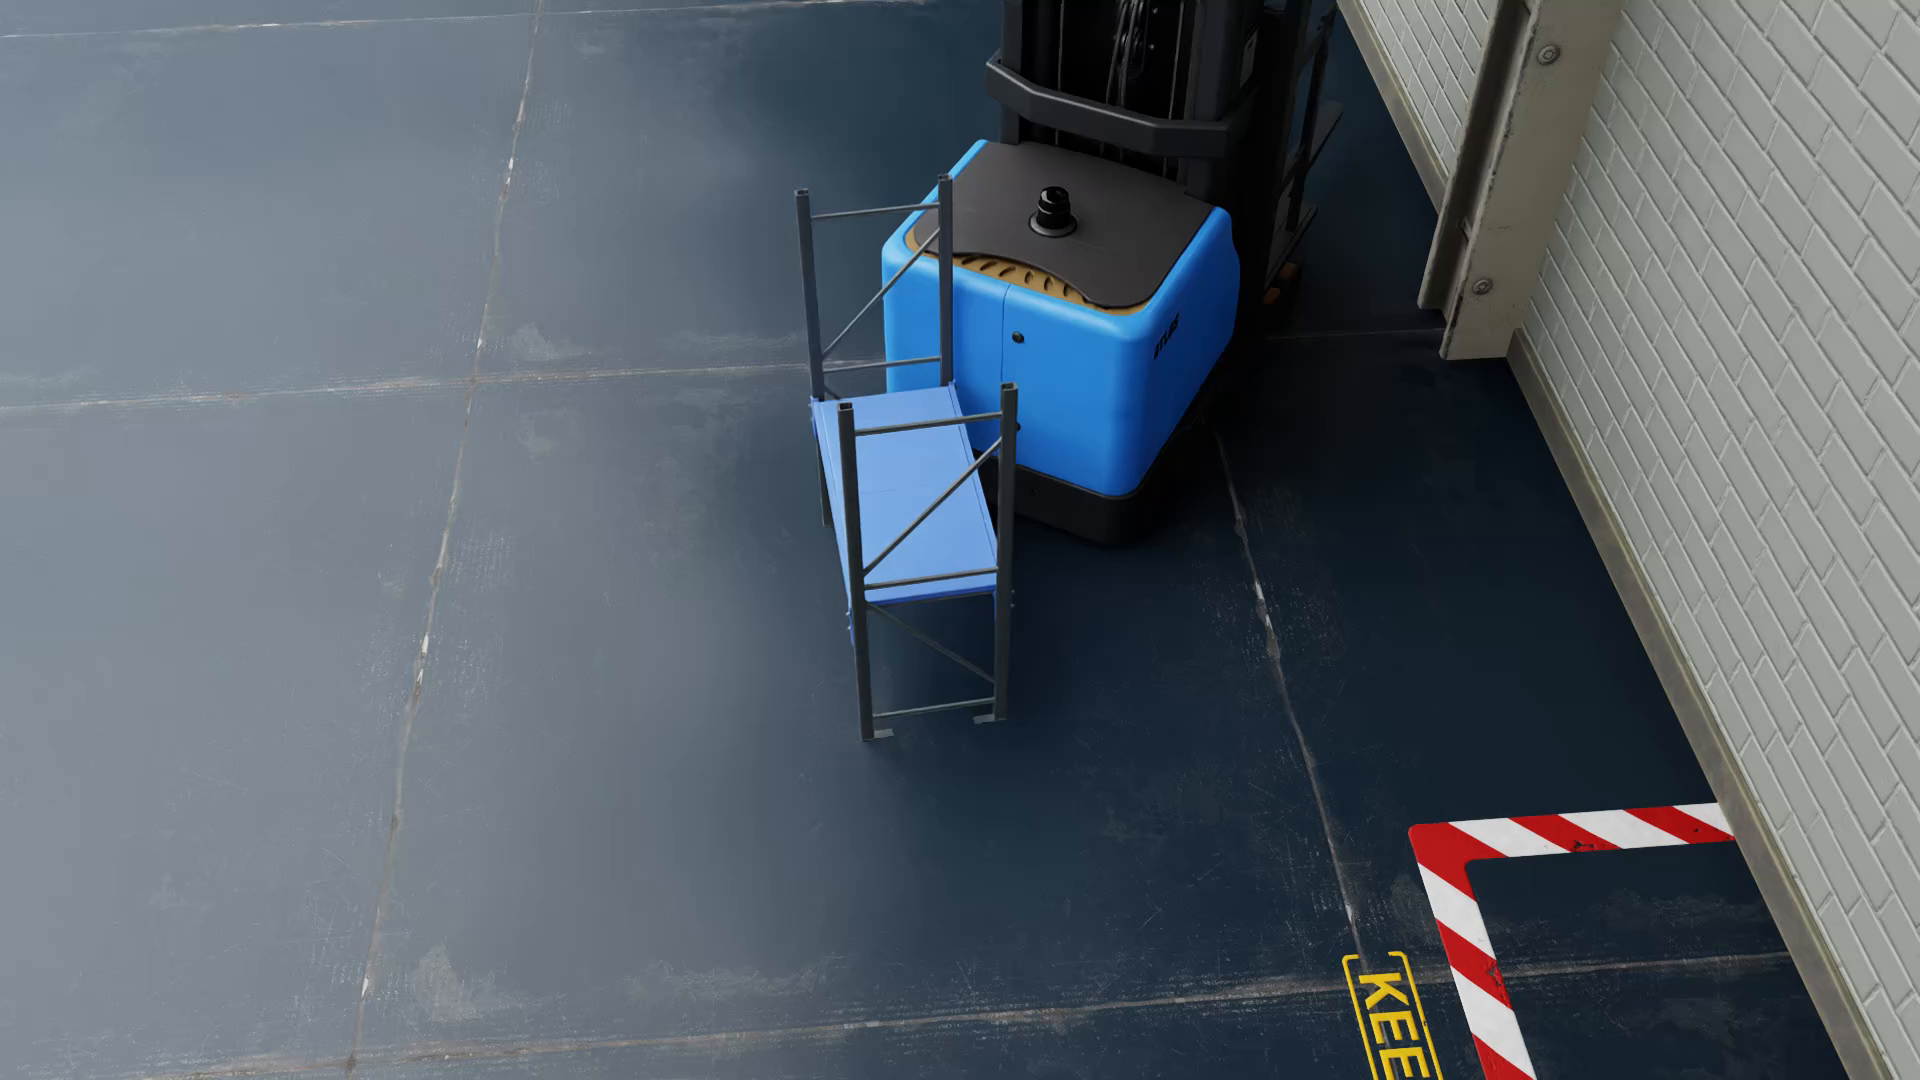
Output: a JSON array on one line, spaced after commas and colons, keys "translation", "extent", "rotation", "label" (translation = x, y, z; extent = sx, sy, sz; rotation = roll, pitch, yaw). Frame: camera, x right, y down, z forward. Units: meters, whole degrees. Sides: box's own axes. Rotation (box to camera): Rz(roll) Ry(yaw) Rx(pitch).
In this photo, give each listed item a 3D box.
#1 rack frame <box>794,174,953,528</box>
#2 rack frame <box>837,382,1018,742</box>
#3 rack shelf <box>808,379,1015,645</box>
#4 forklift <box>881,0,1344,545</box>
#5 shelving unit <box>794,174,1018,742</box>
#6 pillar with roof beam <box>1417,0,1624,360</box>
[{"translation": [-0.272, -0.605, 5.790], "extent": [0.500, 1.500, 0.032], "rotation": [-8, 47, -7], "label": "rack frame"}, {"translation": [-0.088, 0.121, 5.102], "extent": [0.500, 1.500, 0.032], "rotation": [-8, 47, -7], "label": "rack frame"}, {"translation": [-0.180, -0.118, 5.577], "extent": [0.538, 0.185, 1.000], "rotation": [-8, 47, -7], "label": "rack shelf"}, {"translation": [0.834, -2.065, 6.187], "extent": [1.130, 2.935, 3.031], "rotation": [20, 50, 18], "label": "forklift"}, {"translation": [-0.180, -0.242, 5.446], "extent": [0.538, 1.500, 1.048], "rotation": [-8, 47, -7], "label": "shelving unit"}, {"translation": [-2.133, -3.739, 3.593], "extent": [9.100, 9.000, 0.400], "rotation": [-3, 47, -3], "label": "pillar with roof beam"}]
